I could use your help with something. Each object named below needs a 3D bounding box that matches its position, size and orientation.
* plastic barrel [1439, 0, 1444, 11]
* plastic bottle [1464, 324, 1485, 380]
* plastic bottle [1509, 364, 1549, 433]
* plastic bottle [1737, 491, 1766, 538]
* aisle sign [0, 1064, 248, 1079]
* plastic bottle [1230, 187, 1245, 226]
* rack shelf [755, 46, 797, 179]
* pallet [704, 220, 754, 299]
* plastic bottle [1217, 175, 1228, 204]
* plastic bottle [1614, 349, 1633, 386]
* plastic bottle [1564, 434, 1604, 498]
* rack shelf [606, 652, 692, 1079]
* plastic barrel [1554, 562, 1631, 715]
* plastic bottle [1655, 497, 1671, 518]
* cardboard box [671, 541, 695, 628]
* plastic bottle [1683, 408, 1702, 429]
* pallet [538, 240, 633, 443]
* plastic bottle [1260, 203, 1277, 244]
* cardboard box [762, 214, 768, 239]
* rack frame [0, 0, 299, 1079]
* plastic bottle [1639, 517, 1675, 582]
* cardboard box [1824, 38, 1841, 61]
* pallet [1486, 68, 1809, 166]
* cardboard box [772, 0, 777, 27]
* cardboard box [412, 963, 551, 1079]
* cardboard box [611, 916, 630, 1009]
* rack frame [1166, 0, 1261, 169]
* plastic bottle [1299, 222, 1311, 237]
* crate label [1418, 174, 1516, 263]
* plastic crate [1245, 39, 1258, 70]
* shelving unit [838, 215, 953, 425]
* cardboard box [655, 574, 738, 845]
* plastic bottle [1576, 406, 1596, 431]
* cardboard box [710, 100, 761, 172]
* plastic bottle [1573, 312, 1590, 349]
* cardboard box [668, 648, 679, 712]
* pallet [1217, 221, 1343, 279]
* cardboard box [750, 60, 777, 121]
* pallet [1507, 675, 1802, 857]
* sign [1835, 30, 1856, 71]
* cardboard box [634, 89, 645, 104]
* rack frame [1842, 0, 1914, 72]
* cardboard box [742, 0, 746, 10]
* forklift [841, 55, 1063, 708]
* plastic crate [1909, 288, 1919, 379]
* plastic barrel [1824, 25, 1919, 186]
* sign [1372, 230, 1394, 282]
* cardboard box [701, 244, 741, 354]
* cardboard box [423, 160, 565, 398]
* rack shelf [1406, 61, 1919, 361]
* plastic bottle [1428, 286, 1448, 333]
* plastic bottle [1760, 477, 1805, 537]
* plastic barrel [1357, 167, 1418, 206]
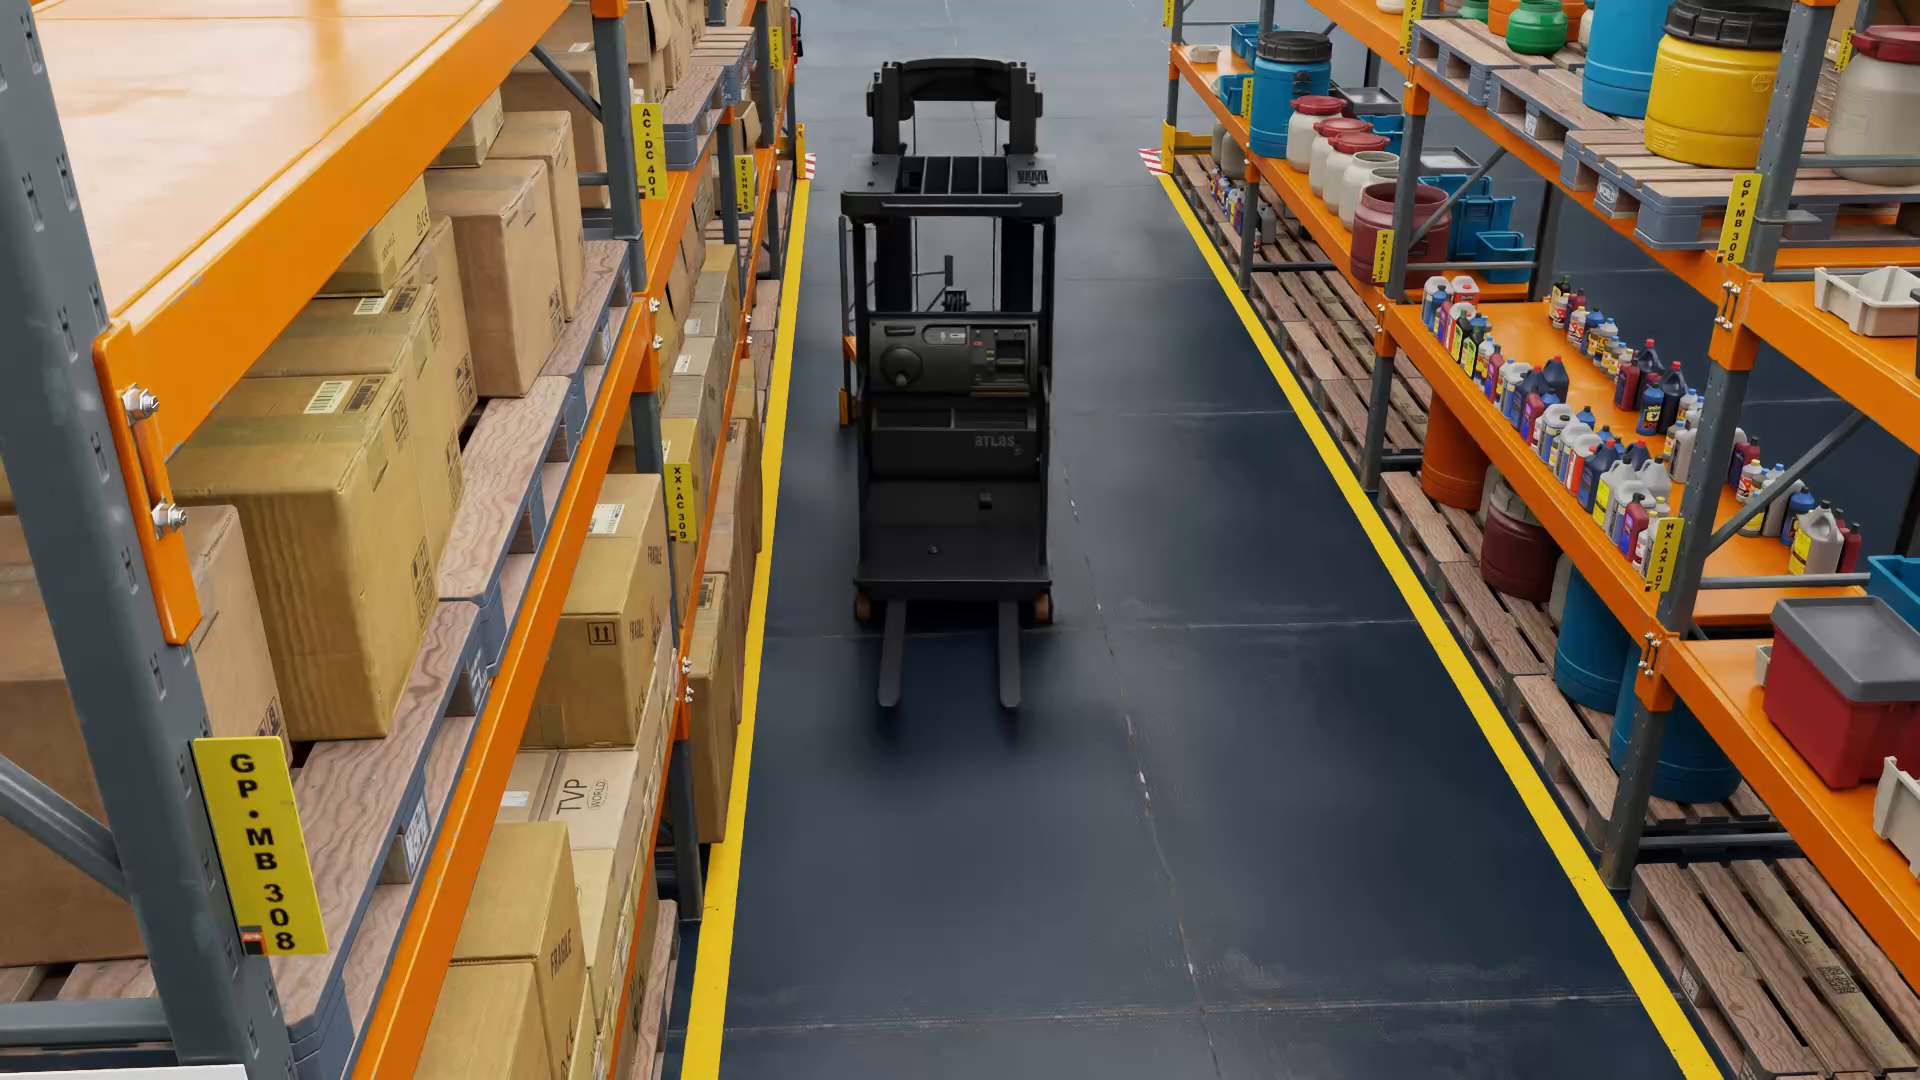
[{"bbox_3d":[3.270,-3.882,10.742,0.600,0.830,0.708,-1,28,-3],"label":"plastic barrel"},{"bbox_3d":[2.828,-1.033,9.113,0.061,0.283,0.133,-1,28,-3],"label":"plastic bottle"},{"bbox_3d":[2.907,-0.732,8.463,0.144,0.351,0.185,-1,28,-3],"label":"plastic bottle"},{"bbox_3d":[3.553,-0.121,7.452,0.097,0.201,0.097,0,28,0],"label":"plastic bottle"},{"bbox_3d":[-1.094,1.012,2.255,0.394,0.787,0.004,-1,28,-3],"label":"aisle sign"},{"bbox_3d":[2.573,-3.072,15.284,0.144,0.351,0.185,-2,28,-3],"label":"plastic bottle"},{"bbox_3d":[-2.129,-4.008,15.469,1.077,0.370,4.000,-1,28,-3],"label":"rack shelf"},{"bbox_3d":[-1.959,-1.797,10.660,1.213,0.211,1.003,-1,28,-3],"label":"pallet"},{"bbox_3d":[2.514,-3.352,15.908,0.097,0.271,0.097,0,28,0],"label":"plastic bottle"},{"bbox_3d":[3.613,-0.936,9.016,0.097,0.201,0.097,0,28,0],"label":"plastic bottle"},{"bbox_3d":[2.951,-0.349,7.810,0.152,0.276,0.135,-1,28,-3],"label":"plastic bottle"},{"bbox_3d":[-1.502,1.534,4.843,1.077,0.370,4.000,-1,28,-3],"label":"rack shelf"},{"bbox_3d":[3.291,0.337,8.175,0.600,0.901,0.708,-1,28,-3],"label":"plastic barrel"},{"bbox_3d":[3.101,-0.095,7.403,0.097,0.201,0.097,0,28,0],"label":"plastic bottle"},{"bbox_3d":[-1.381,0.029,6.844,0.500,0.500,0.500,-1,28,-2],"label":"cardboard box"},{"bbox_3d":[3.635,-0.531,8.159,0.152,0.276,0.135,-1,28,-3],"label":"plastic bottle"},{"bbox_3d":[-1.574,-0.621,5.050,1.003,0.211,1.213,-1,28,-3],"label":"pallet"},{"bbox_3d":[2.744,-2.837,14.835,0.144,0.351,0.185,-1,28,-3],"label":"plastic bottle"},{"bbox_3d":[-2.043,-2.931,14.875,0.500,0.500,0.500,7,28,14],"label":"cardboard box"},{"bbox_3d":[-1.401,-0.521,1.519,0.949,2.616,0.053,-1,28,-3],"label":"rack frame"},{"bbox_3d":[2.996,0.053,7.040,0.152,0.276,0.135,-1,28,-3],"label":"plastic bottle"},{"bbox_3d":[7.630,-4.207,14.263,0.380,0.149,0.250,-2,28,-4],"label":"cardboard box"},{"bbox_3d":[3.139,-1.958,7.721,1.003,0.211,1.213,-1,28,-3],"label":"pallet"},{"bbox_3d":[-1.822,-4.468,14.061,0.500,0.500,0.500,-1,28,-3],"label":"cardboard box"},{"bbox_3d":[-1.179,1.282,3.579,0.500,0.500,0.500,-2,28,-4],"label":"cardboard box"},{"bbox_3d":[-1.184,1.247,4.888,0.380,0.149,0.250,-1,28,-2],"label":"cardboard box"},{"bbox_3d":[2.713,-5.370,17.302,1.000,3.000,0.127,-1,28,-3],"label":"rack frame"},{"bbox_3d":[3.150,-2.923,14.999,0.144,0.351,0.185,-1,28,-3],"label":"plastic bottle"},{"bbox_3d":[3.349,-2.157,11.103,0.502,0.435,0.616,-1,28,-3],"label":"crate label"},{"bbox_3d":[3.066,-4.780,16.332,0.499,0.251,0.408,-1,28,-3],"label":"plastic crate"},{"bbox_3d":[-0.429,-1.316,11.150,0.587,1.500,1.083,-8,29,-14],"label":"shelving unit"},{"bbox_3d":[-1.660,0.752,7.408,1.225,0.875,0.875,-1,28,-2],"label":"cardboard box"},{"bbox_3d":[3.055,-0.528,8.158,0.097,0.271,0.097,0,28,0],"label":"plastic bottle"},{"bbox_3d":[-1.842,-2.837,11.880,0.797,0.503,0.637,1,28,3],"label":"cardboard box"},{"bbox_3d":[3.583,-1.206,9.533,0.097,0.201,0.097,0,28,0],"label":"plastic bottle"},{"bbox_3d":[-1.264,0.536,6.251,0.380,0.149,0.250,-1,28,-2],"label":"cardboard box"},{"bbox_3d":[2.928,-2.598,15.002,1.003,0.211,1.213,-1,28,-3],"label":"pallet"},{"bbox_3d":[-1.986,-3.789,13.841,0.875,0.500,0.500,-1,28,-3],"label":"cardboard box"},{"bbox_3d":[3.341,1.051,8.007,1.003,0.211,1.213,-1,28,-3],"label":"pallet"},{"bbox_3d":[7.314,-4.045,13.741,0.100,0.325,0.005,-1,28,-3],"label":"sign"},{"bbox_3d":[-1.535,-1.805,7.041,0.380,0.149,0.250,-2,28,-5],"label":"cardboard box"},{"bbox_3d":[7.869,-3.641,13.987,1.000,3.000,0.127,-1,28,-3],"label":"rack frame"},{"bbox_3d":[-1.649,-3.517,10.668,0.500,0.250,0.500,-1,28,-2],"label":"cardboard box"},{"bbox_3d":[-0.035,-0.981,8.962,1.130,2.935,3.031,0,28,1],"label":"forklift"},{"bbox_3d":[3.131,-0.520,4.901,0.497,0.269,0.590,-1,28,-3],"label":"plastic crate"},{"bbox_3d":[3.562,-1.654,6.333,0.433,0.535,0.433,0,28,0],"label":"plastic barrel"},{"bbox_3d":[2.582,-1.731,10.149,0.100,0.325,0.005,-1,28,-3],"label":"sign"},{"bbox_3d":[-1.542,-1.378,9.541,0.500,0.500,0.500,-1,28,-1],"label":"cardboard box"},{"bbox_3d":[-1.482,-0.705,4.444,0.700,0.500,0.500,0,28,0],"label":"cardboard box"},{"bbox_3d":[3.235,-1.763,7.921,1.077,0.370,4.000,-1,28,-3],"label":"rack shelf"},{"bbox_3d":[2.809,-1.357,9.747,0.097,0.271,0.097,0,28,0],"label":"plastic bottle"},{"bbox_3d":[3.677,-0.165,7.457,0.152,0.276,0.135,-1,28,-3],"label":"plastic bottle"},{"bbox_3d":[2.864,-2.195,11.094,0.421,0.512,0.421,0,28,0],"label":"plastic barrel"}]
